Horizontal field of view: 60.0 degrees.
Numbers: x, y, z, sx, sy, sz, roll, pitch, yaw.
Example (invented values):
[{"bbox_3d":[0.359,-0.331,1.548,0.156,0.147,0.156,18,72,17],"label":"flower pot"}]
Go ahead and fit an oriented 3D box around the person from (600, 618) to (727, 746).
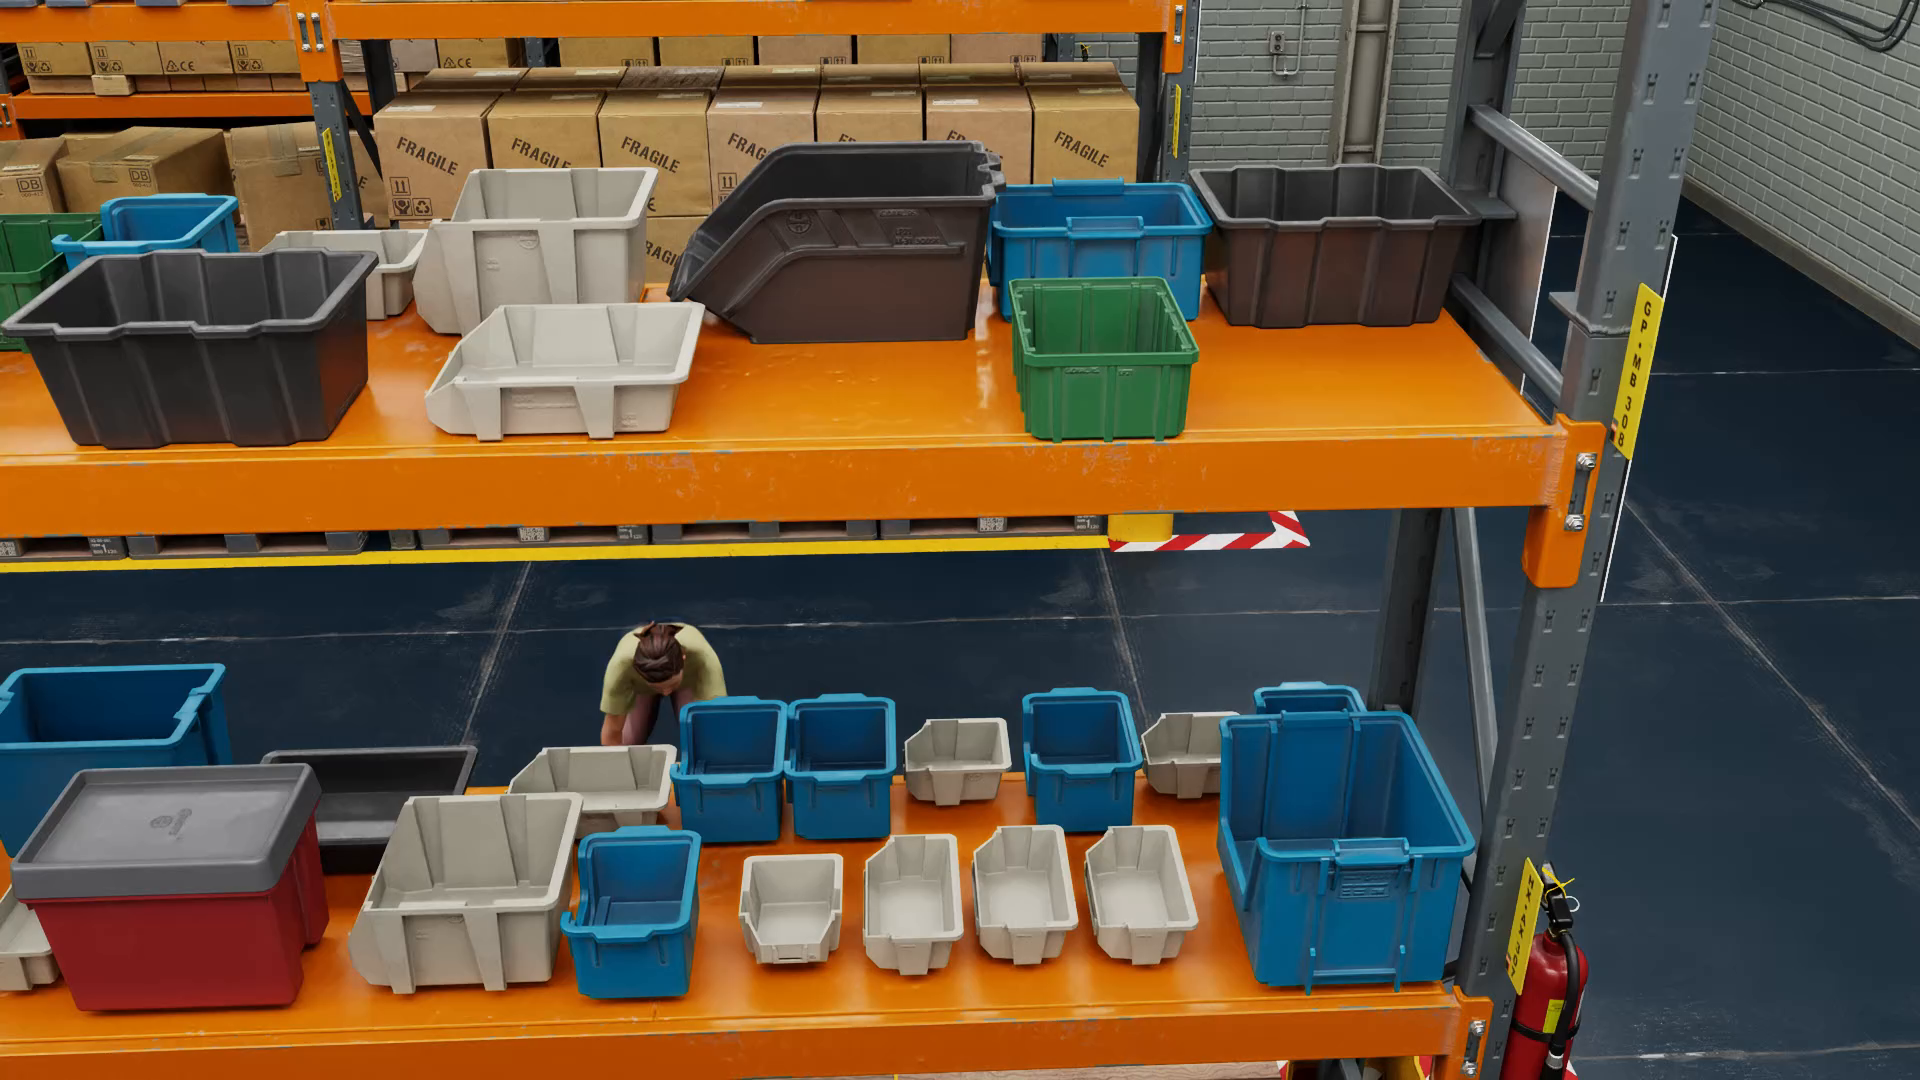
[{"bbox_3d":[-1.142,0.676,6.532,0.495,1.028,0.764,-1,28,-3],"label":"person"}]
